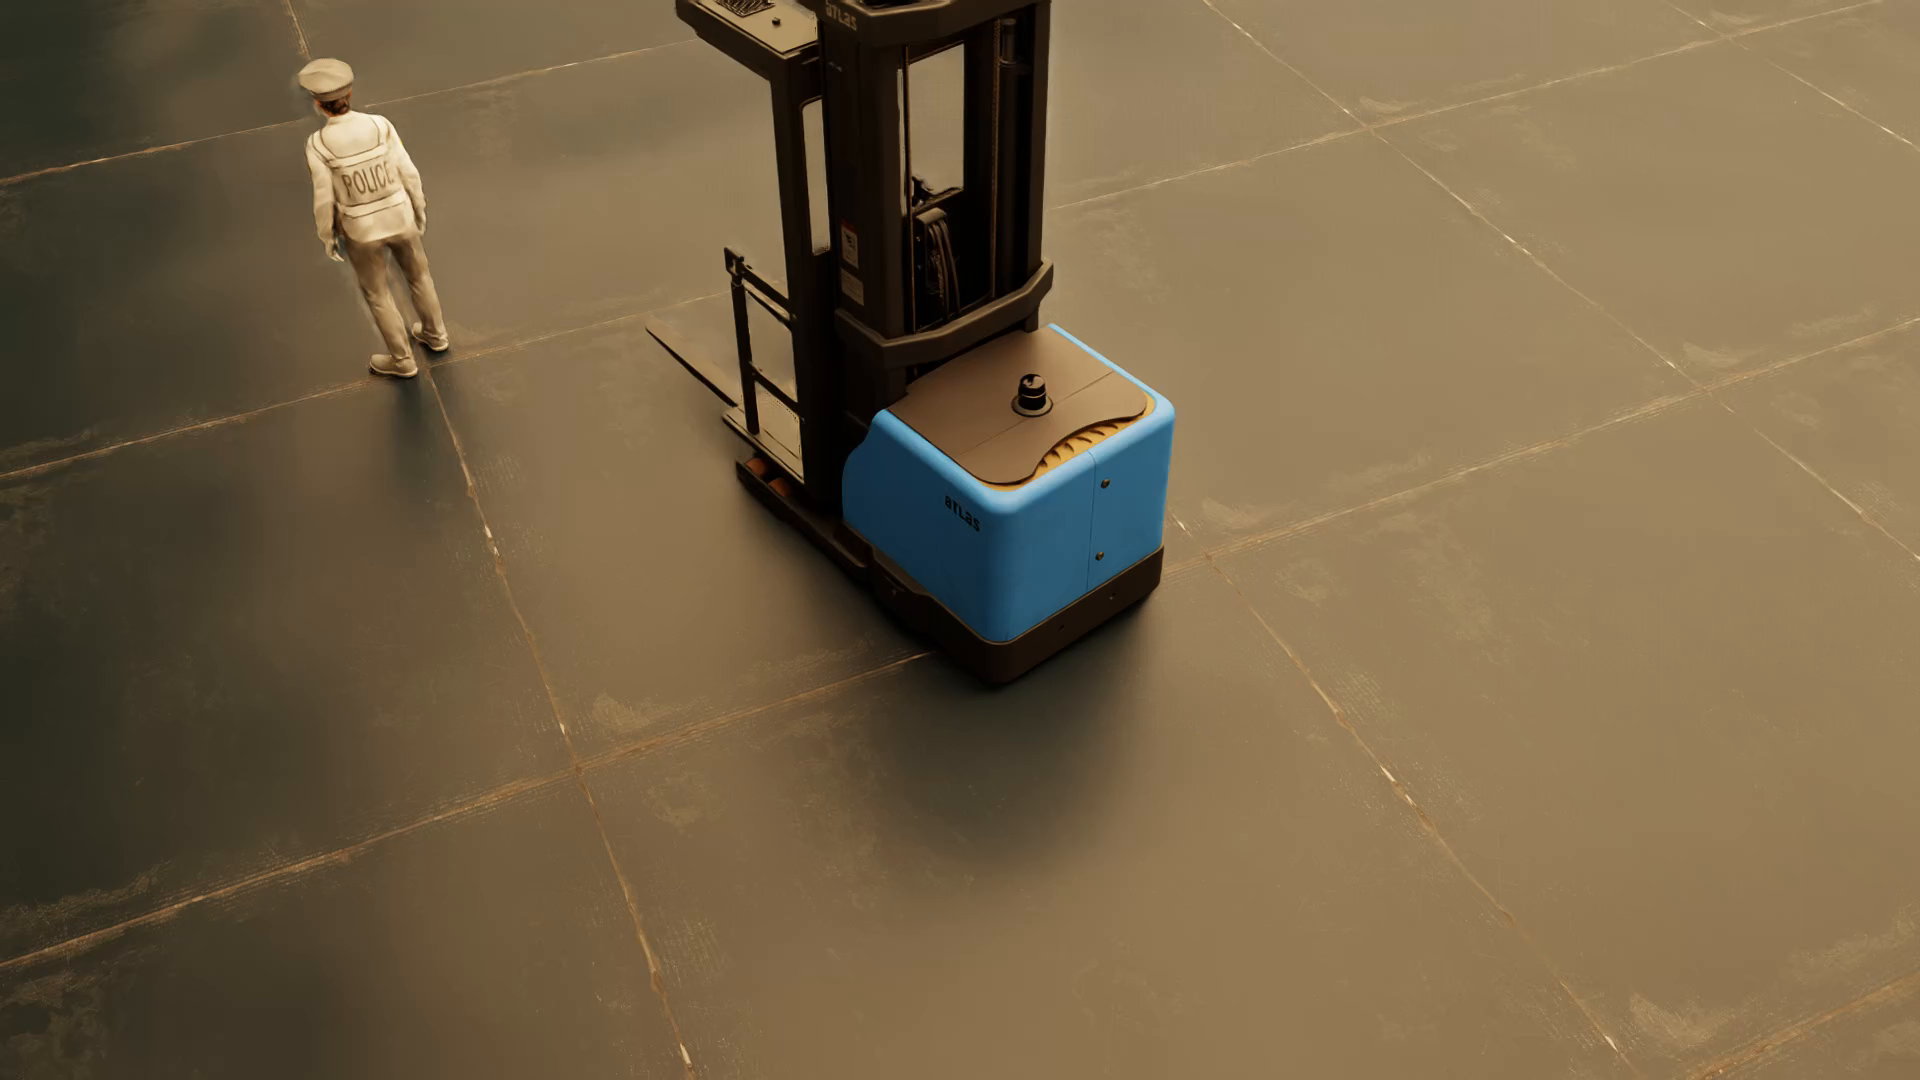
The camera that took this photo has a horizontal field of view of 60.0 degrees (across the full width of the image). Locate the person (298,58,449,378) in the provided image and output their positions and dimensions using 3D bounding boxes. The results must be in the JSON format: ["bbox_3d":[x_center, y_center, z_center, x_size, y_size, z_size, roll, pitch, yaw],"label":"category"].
[{"bbox_3d":[-2.937,-1.583,8.308,0.543,1.661,0.444,-24,48,-24],"label":"person"}]

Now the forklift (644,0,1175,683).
[{"bbox_3d":[-0.426,-1.400,7.180,1.130,2.935,3.031,-30,51,-28],"label":"forklift"}]
